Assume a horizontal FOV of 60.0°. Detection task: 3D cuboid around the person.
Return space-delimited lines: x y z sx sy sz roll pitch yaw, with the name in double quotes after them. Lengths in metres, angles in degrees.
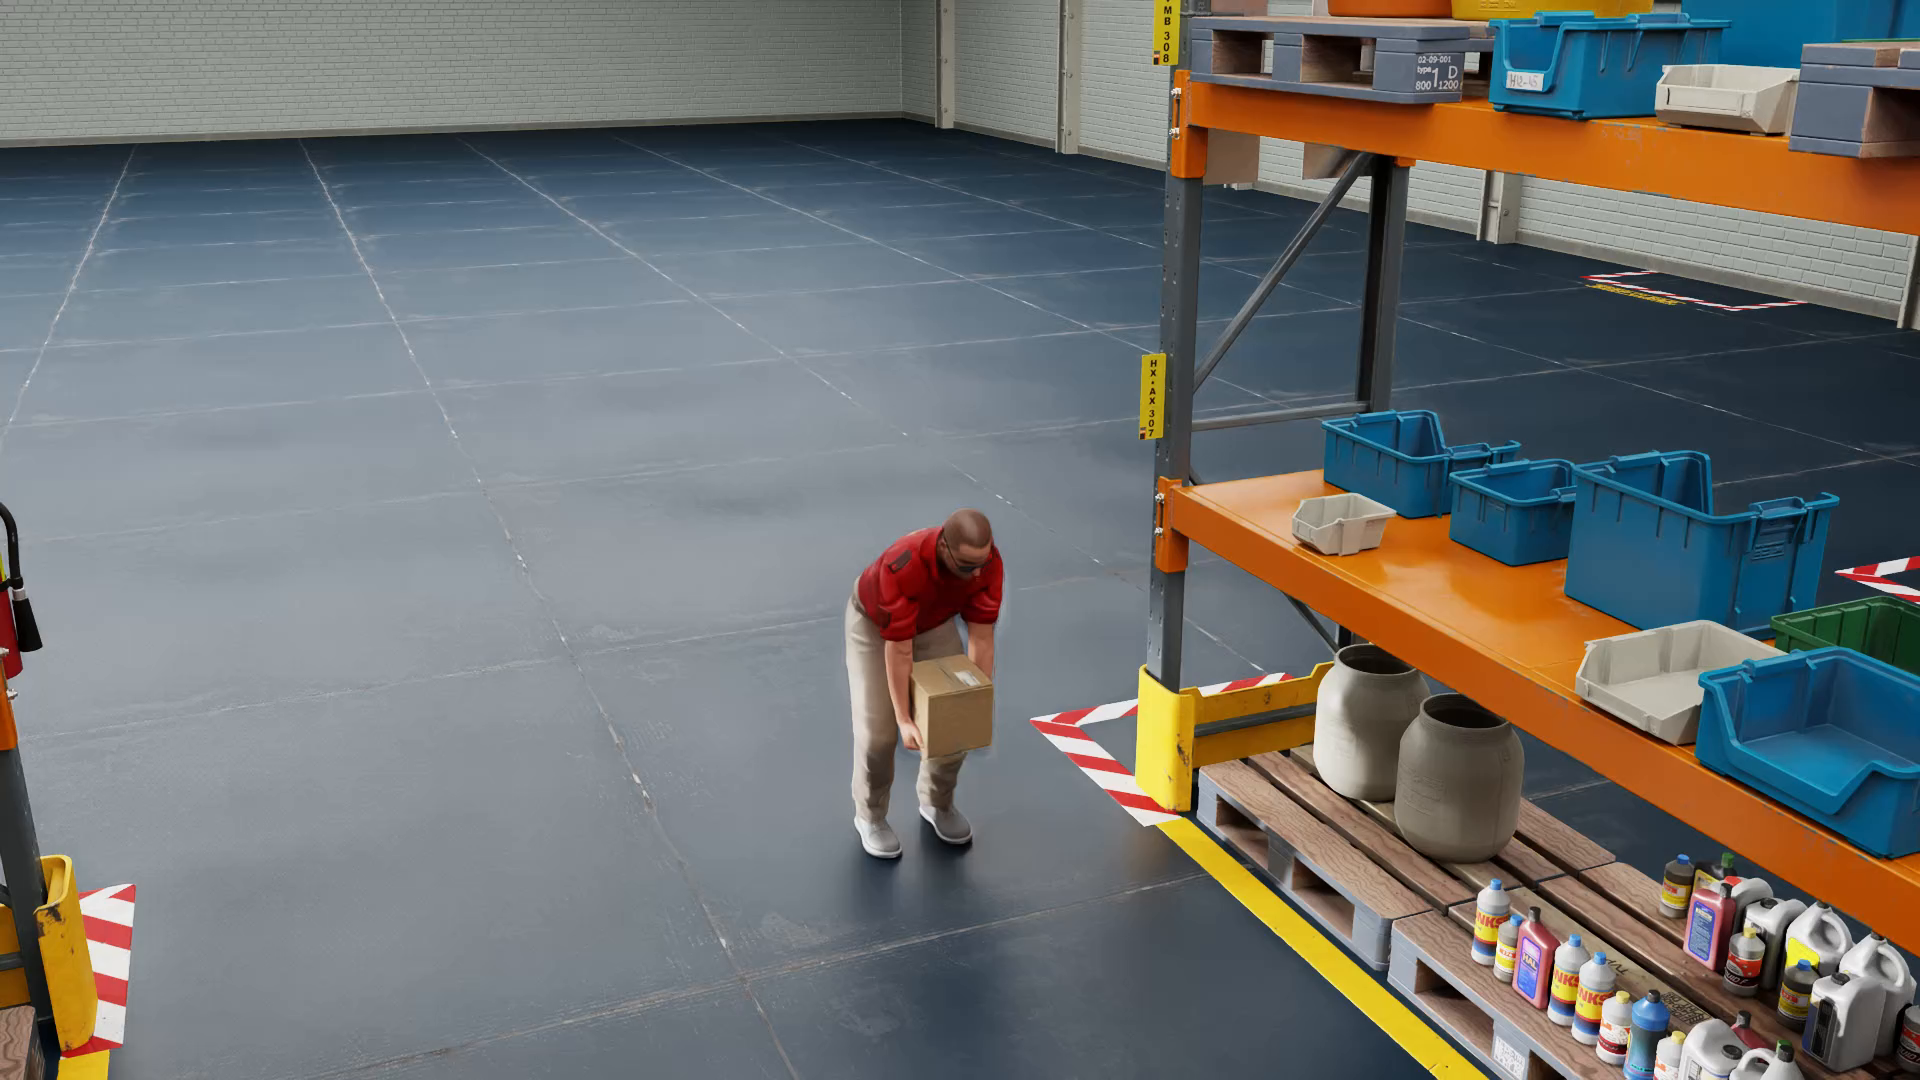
-0.118 0.499 6.053 0.486 1.455 0.816 -8 20 -23 "person"
